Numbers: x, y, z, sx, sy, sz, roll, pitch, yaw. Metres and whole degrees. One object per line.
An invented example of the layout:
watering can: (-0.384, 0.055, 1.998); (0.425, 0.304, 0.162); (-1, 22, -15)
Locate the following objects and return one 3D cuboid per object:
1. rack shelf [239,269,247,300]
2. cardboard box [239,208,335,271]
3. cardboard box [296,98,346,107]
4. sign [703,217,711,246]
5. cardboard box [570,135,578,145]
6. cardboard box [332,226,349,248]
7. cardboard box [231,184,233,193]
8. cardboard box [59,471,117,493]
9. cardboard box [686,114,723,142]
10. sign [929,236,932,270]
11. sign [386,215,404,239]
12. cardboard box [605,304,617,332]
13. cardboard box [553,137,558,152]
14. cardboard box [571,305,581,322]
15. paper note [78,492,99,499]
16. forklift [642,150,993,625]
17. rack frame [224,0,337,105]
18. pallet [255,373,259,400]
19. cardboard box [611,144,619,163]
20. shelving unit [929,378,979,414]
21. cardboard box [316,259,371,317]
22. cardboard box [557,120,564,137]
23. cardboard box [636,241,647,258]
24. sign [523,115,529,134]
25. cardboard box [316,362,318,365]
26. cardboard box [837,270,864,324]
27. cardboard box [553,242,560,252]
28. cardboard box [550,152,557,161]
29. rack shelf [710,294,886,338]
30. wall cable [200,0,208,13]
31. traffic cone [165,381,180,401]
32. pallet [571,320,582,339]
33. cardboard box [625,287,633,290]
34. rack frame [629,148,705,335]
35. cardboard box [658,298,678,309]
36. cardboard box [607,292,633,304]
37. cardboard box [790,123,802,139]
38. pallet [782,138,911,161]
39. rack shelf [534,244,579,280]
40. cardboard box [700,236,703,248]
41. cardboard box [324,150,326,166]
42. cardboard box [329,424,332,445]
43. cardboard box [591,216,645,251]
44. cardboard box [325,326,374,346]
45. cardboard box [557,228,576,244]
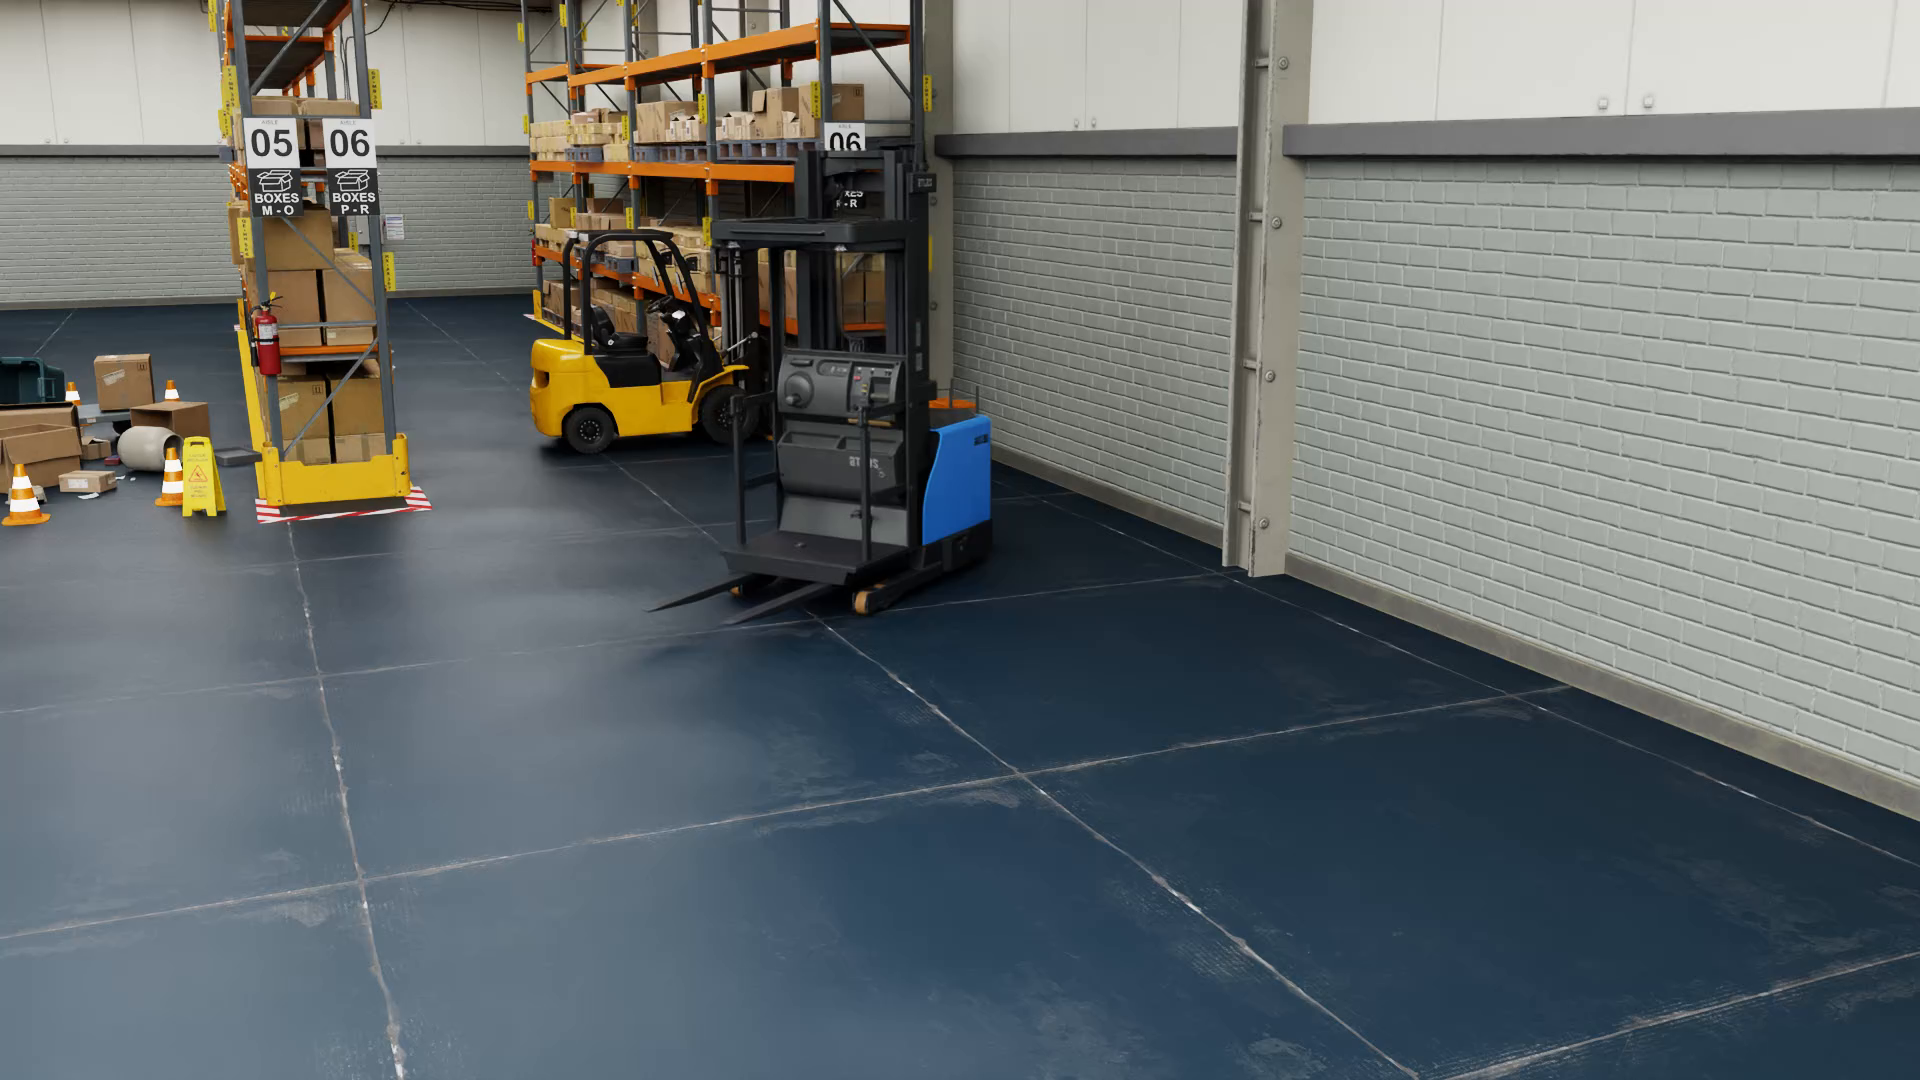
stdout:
rack shelf: (-9.381, -3.534, 23.084); (1.077, 0.370, 4.000); (-6, 14, -23)
cardboard box: (-5.780, -2.585, 14.289); (0.700, 0.500, 0.500); (-6, 14, -24)
cardboard box: (-7.053, -4.741, 18.340); (0.500, 0.250, 0.500); (-6, 14, -24)
sign: (-2.924, -3.569, 19.245); (0.100, 0.325, 0.005); (-6, 14, -23)
cardboard box: (-5.809, -6.185, 25.693); (0.380, 0.149, 0.250); (-5, 14, -22)
cardboard box: (-6.903, -3.166, 18.085); (0.500, 0.500, 0.500); (-5, 14, -22)
cardboard box: (-11.727, -5.766, 27.253); (0.380, 0.149, 0.250); (-5, 14, -21)
cardboard box: (-7.751, -0.518, 14.778); (0.380, 0.149, 0.250); (1, 13, 6)
cardboard box: (-2.944, -4.893, 19.751); (0.500, 0.311, 0.500); (-6, 14, -25)
sign: (-0.318, -2.777, 16.121); (0.100, 0.325, 0.005); (-6, 14, -23)
sign: (-11.712, -6.488, 34.461); (0.329, 0.494, 0.001); (-6, 14, -23)
cardboard box: (-5.028, -3.293, 25.059); (0.500, 0.500, 0.500); (-6, 14, -25)
cardboard box: (-6.471, -6.571, 27.628); (0.500, 0.250, 0.500); (-5, 14, -22)
cardboard box: (-6.271, -3.782, 27.691); (0.396, 0.266, 0.258); (-5, 14, -21)
paper note: (-7.578, -0.388, 14.478); (0.148, 0.019, 0.142); (-12, 18, -42)
forklift: (-0.909, -1.052, 10.917); (1.130, 2.935, 3.031); (7, 15, 28)
rack frame: (-6.978, -5.568, 16.970); (1.000, 3.000, 0.127); (-6, 14, -23)
pallet: (-8.268, -1.951, 20.833); (1.003, 0.211, 1.213); (-6, 14, -23)
cardboard box: (-4.663, -5.497, 23.648); (0.500, 0.250, 0.500); (-6, 14, -23)
shelving unit: (-0.066, -0.619, 12.882); (0.258, 1.200, 0.503); (-6, 14, -23)
cardboard box: (-5.727, -2.347, 15.478); (0.500, 0.500, 0.500); (-6, 14, -24)
cardboard box: (-6.270, -6.710, 27.123); (0.500, 0.250, 0.500); (-6, 14, -24)
cardboard box: (-4.102, -3.975, 22.617); (0.500, 0.250, 0.500); (-6, 14, -23)
sign: (-7.735, -7.412, 29.650); (0.100, 0.325, 0.005); (-6, 14, -23)
cardboard box: (-6.289, -1.673, 16.948); (0.500, 0.500, 0.500); (-5, 14, -22)
cardboard box: (-1.267, -2.395, 16.342); (0.500, 0.500, 0.500); (-6, 14, -24)
cardboard box: (-6.763, -5.035, 28.530); (0.380, 0.149, 0.250); (-5, 14, -22)
cardboard box: (-6.694, -6.449, 27.987); (0.380, 0.149, 0.250); (-5, 14, -22)
rack shelf: (-1.630, -2.331, 17.883); (1.077, 0.370, 4.000); (-6, 14, -23)
wall cable: (-13.631, -9.264, 32.941); (2.355, 3.000, 0.029); (-6, 14, -23)
traffic cone: (-8.757, -1.539, 18.493); (0.336, 0.463, 0.334); (-6, 14, -23)
pallet: (-5.910, -3.530, 27.656); (1.003, 0.211, 1.213); (-6, 14, -23)
cardboard box: (-5.114, -3.946, 26.441); (0.380, 0.149, 0.250); (-6, 14, -23)
rack frame: (-4.033, -3.921, 23.158); (1.000, 3.000, 0.127); (-6, 14, -23)
cardboard box: (-4.212, -3.461, 24.345); (0.380, 0.149, 0.250); (-5, 14, -22)
cardboard box: (-5.155, -3.688, 25.324); (0.380, 0.149, 0.250); (-5, 14, -21)
cardboard box: (-1.439, -4.004, 16.269); (0.380, 0.149, 0.250); (-6, 14, -25)
pallet: (-1.088, -3.835, 16.329); (1.003, 0.211, 1.213); (-6, 14, -23)
rack shelf: (-6.437, -4.810, 28.595); (1.077, 0.370, 4.000); (-6, 14, -23)
cardboard box: (-2.941, -3.617, 20.183); (0.380, 0.149, 0.250); (-6, 14, -23)
cardboard box: (-5.211, -3.256, 14.189); (0.380, 0.149, 0.250); (-6, 14, -23)
cardboard box: (-5.873, -1.093, 16.107); (0.500, 0.250, 0.500); (-5, 14, -19)
cardboard box: (-5.125, -4.611, 24.988); (0.700, 0.500, 0.500); (-6, 14, -23)
cardboard box: (-5.322, -1.785, 14.488); (0.380, 0.149, 0.250); (-6, 14, -23)
cardboard box: (-6.465, -5.109, 27.963); (0.500, 0.250, 0.500); (-6, 14, -23)
